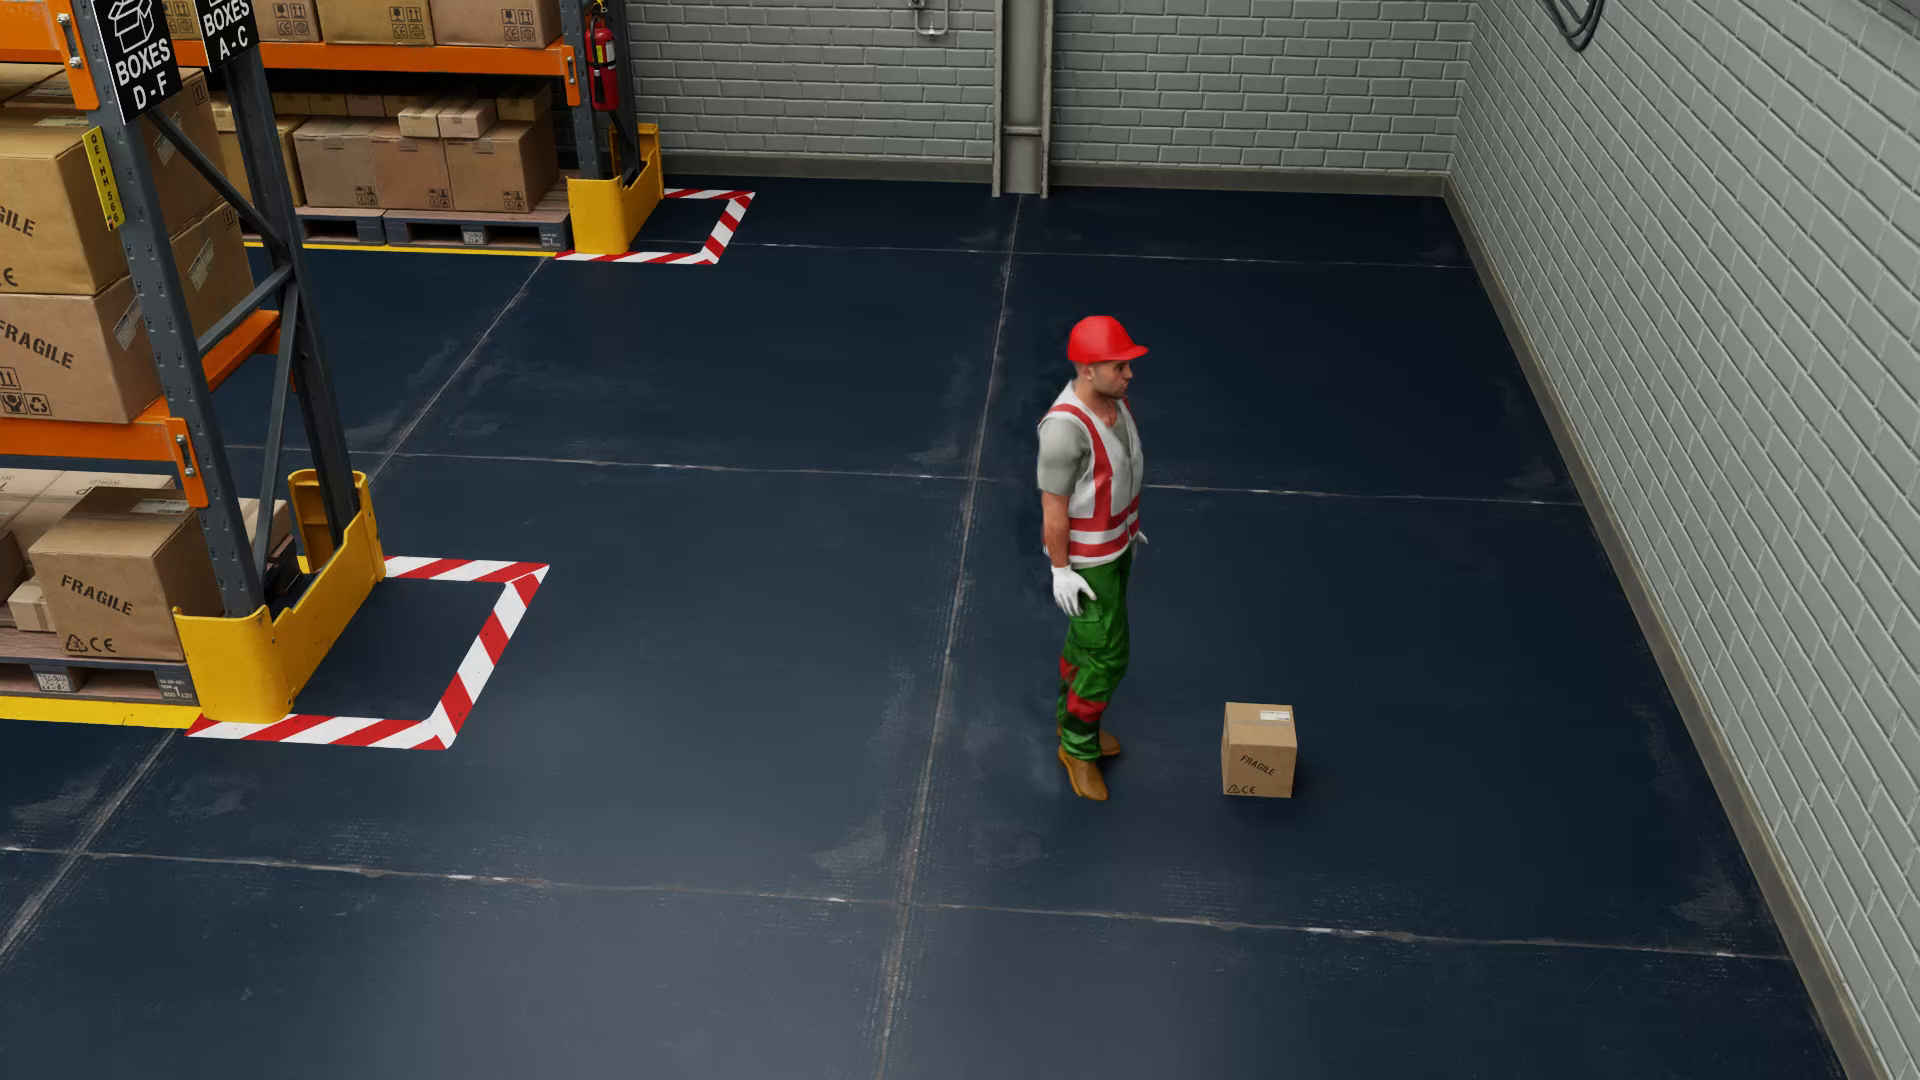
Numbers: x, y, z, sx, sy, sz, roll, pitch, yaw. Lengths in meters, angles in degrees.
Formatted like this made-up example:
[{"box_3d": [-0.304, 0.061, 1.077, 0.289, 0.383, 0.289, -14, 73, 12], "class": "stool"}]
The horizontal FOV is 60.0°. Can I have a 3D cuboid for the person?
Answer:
[{"box_3d": [0.500, 0.053, 6.042, 0.401, 1.822, 0.589, 16, 35, 24], "class": "person"}]
